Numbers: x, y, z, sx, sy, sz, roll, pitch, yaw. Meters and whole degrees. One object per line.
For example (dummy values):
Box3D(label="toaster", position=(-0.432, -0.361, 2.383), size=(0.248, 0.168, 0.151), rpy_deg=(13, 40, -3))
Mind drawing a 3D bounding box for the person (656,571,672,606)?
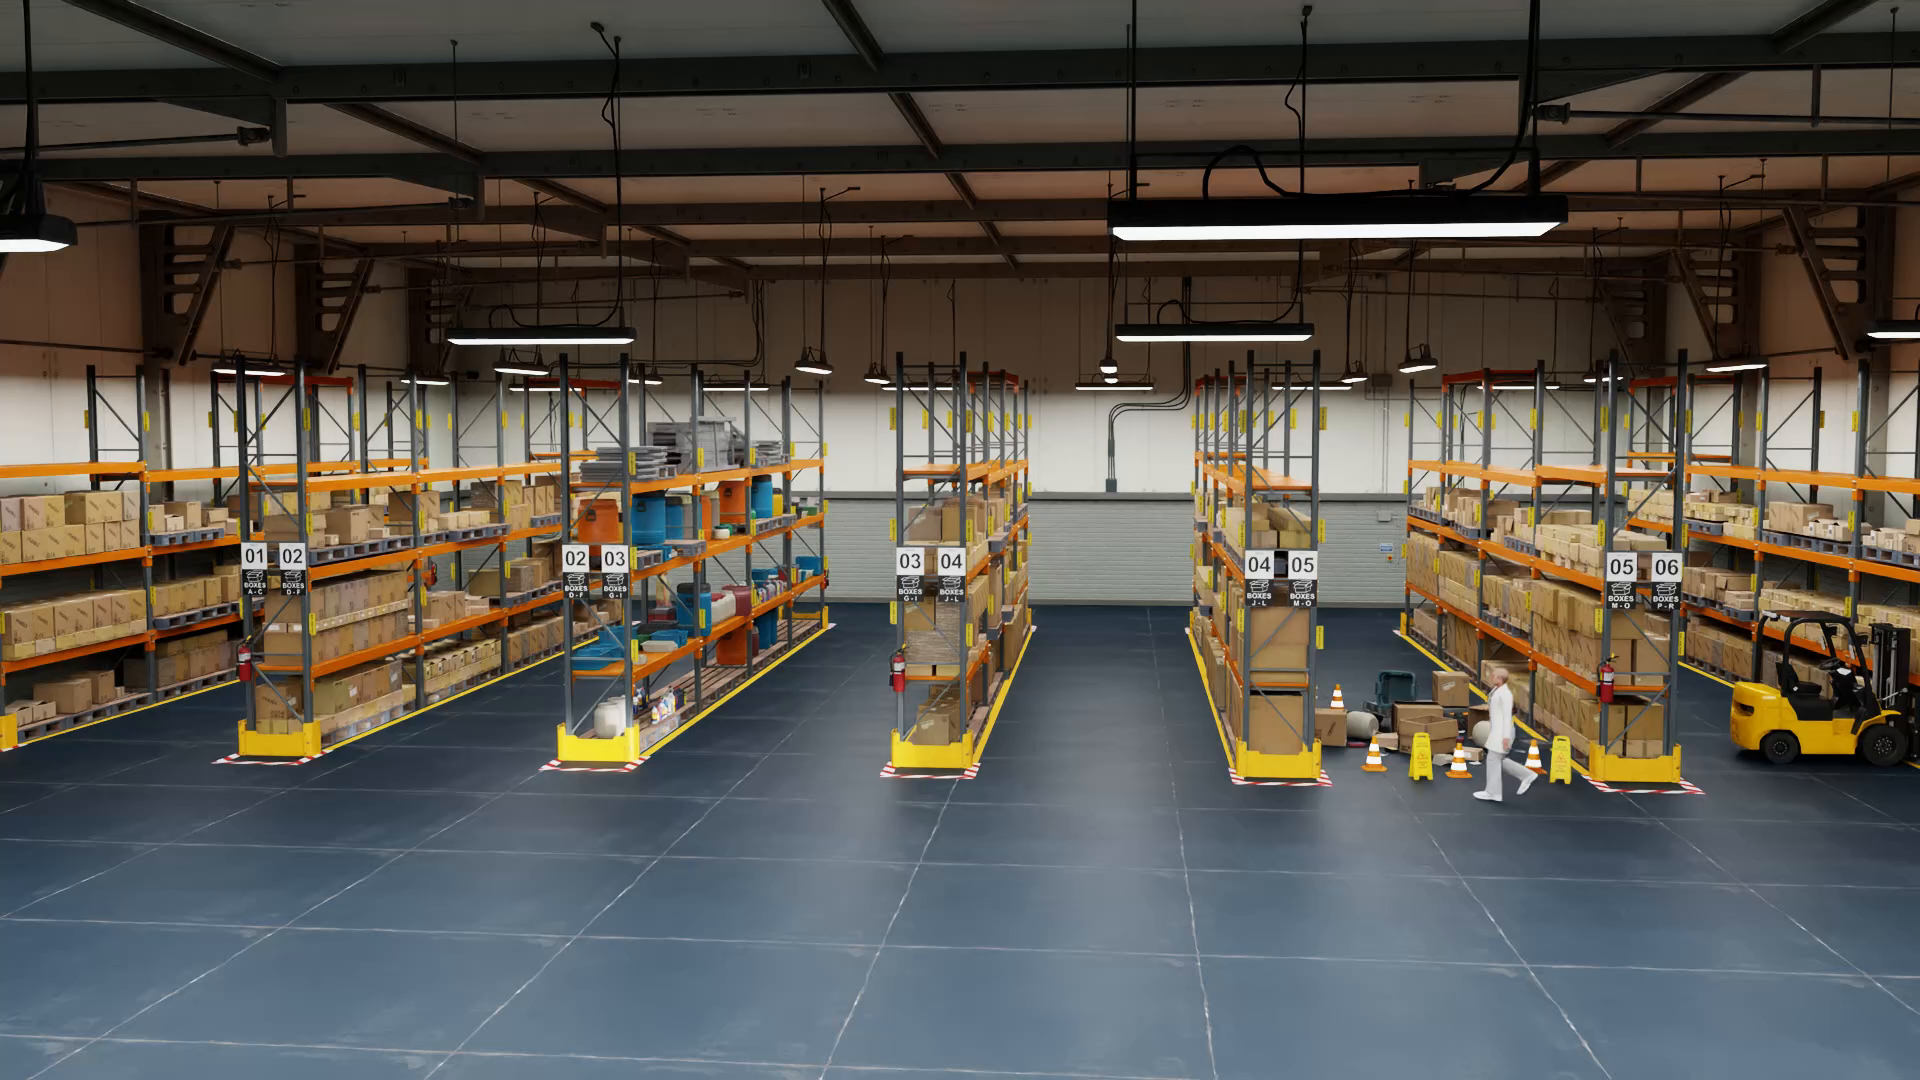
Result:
Box3D(label="person", position=(-6.946, 1.419, 38.722), size=(0.473, 1.669, 0.474), rpy_deg=(-3, 5, -34))

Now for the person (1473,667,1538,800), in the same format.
Box3D(label="person", position=(7.223, 2.553, 21.960), size=(0.839, 1.758, 0.593), rpy_deg=(1, 4, 10))

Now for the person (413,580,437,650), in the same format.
Box3D(label="person", position=(-11.637, 1.644, 36.085), size=(0.449, 1.540, 0.972), rpy_deg=(0, 4, 6))
